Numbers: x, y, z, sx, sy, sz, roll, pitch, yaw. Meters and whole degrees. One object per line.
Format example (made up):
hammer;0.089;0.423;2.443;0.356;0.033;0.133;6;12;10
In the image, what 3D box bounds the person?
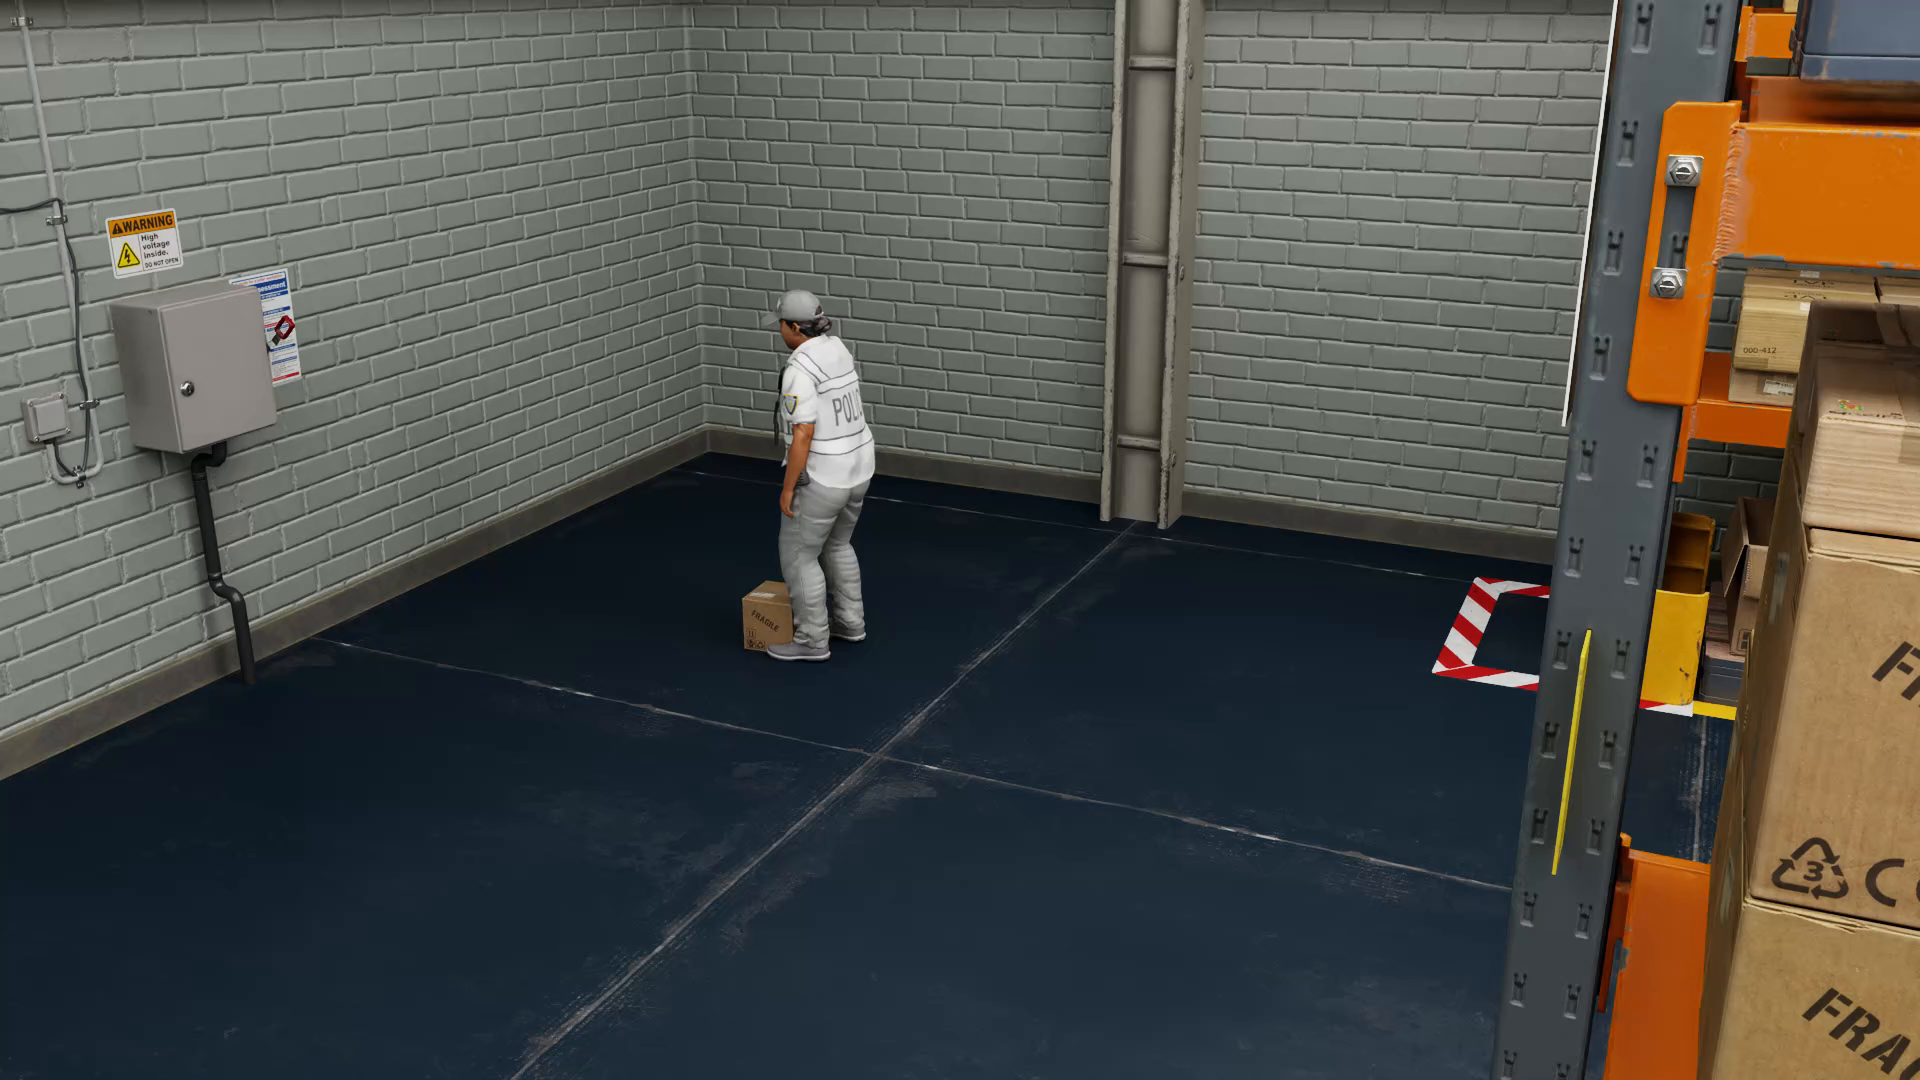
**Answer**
person;-0.629;-0.282;7.365;0.465;1.666;0.538;9;21;23
